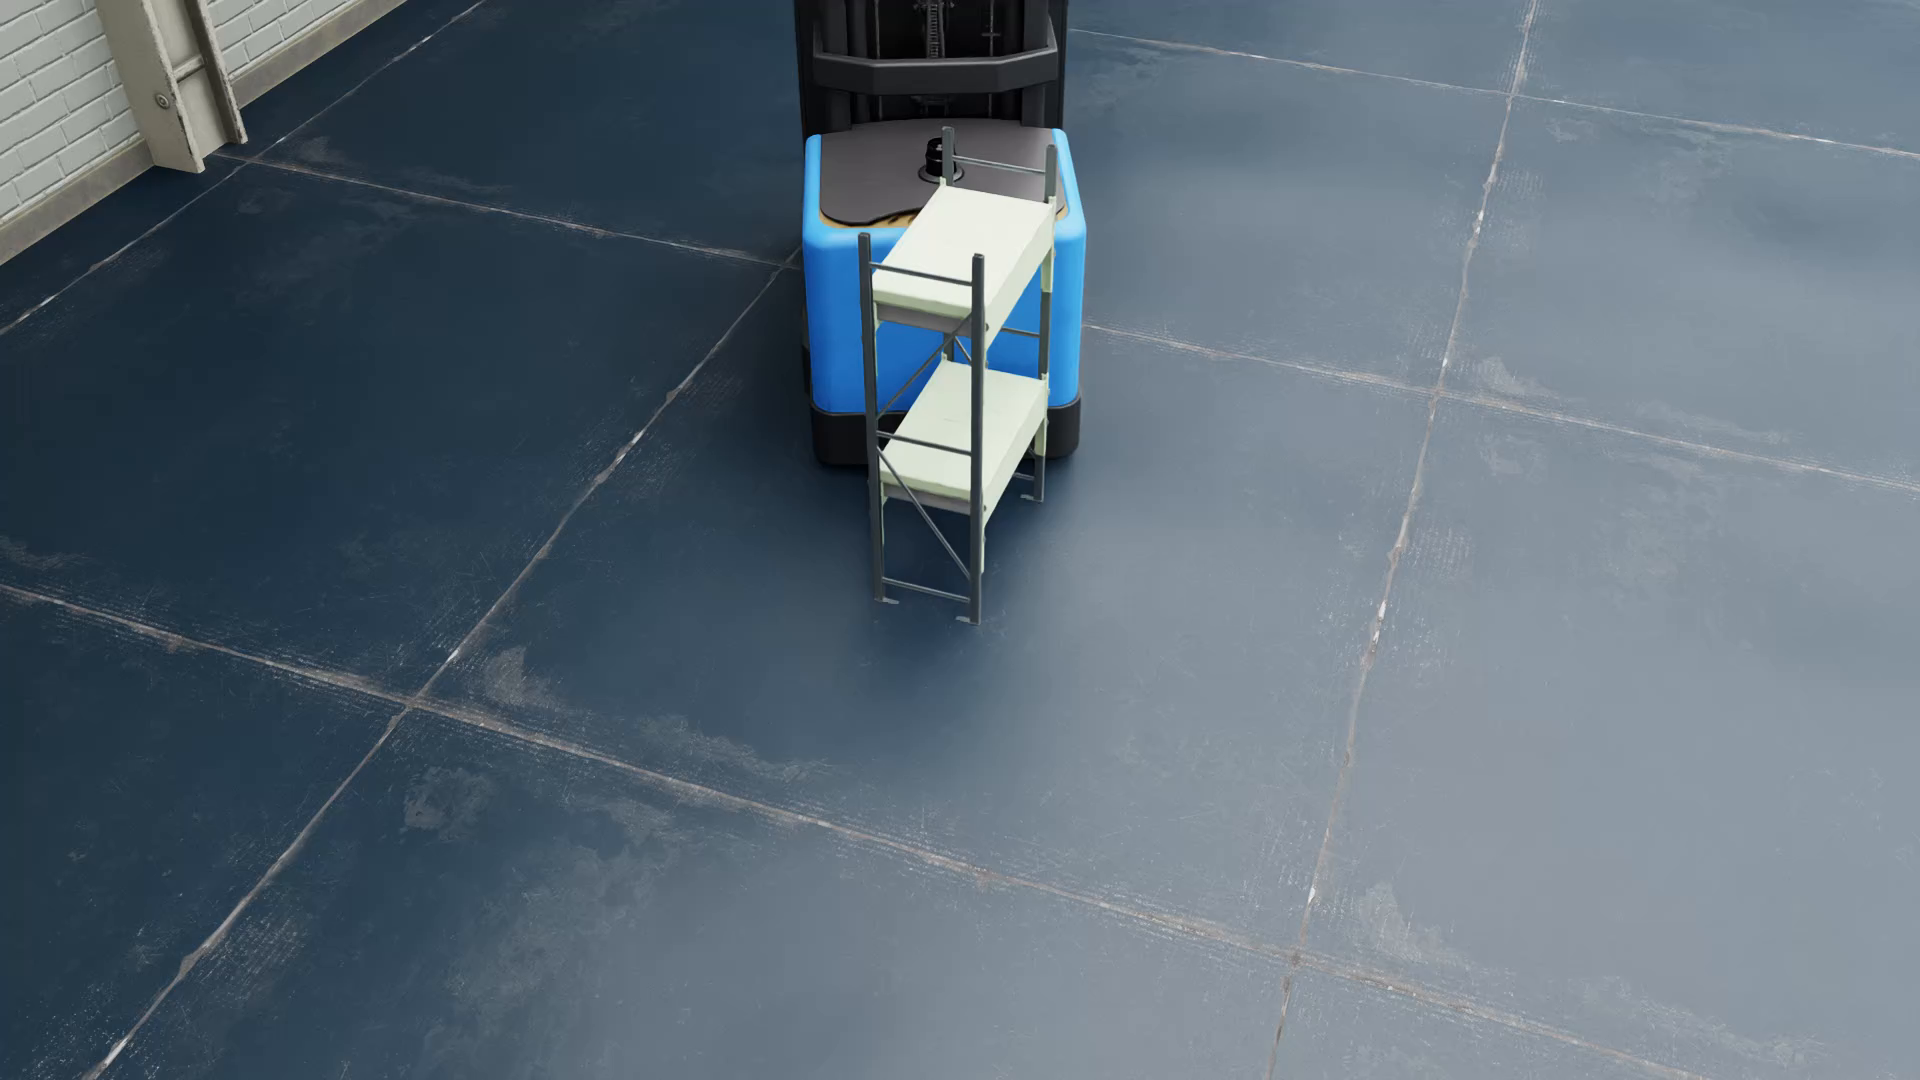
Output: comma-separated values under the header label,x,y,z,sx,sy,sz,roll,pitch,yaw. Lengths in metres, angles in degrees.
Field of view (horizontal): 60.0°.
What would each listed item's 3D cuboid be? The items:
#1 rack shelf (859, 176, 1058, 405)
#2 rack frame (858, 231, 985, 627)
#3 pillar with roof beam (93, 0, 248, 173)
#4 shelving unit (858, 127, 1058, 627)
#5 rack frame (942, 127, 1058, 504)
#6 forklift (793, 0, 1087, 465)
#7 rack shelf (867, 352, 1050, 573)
label,x,y,z,sx,sy,sz,roll,pitch,yaw
rack shelf,0.007,-0.834,5.471,0.431,0.370,0.720,13,42,15
rack frame,-0.117,-0.314,5.462,0.400,1.500,0.023,13,42,15
pillar with roof beam,0.109,-4.480,4.567,9.100,9.000,0.400,13,42,15
shelving unit,0.007,-0.537,5.724,0.431,1.500,0.755,13,42,15
rack frame,0.131,-0.761,5.986,0.400,1.500,0.023,13,42,15
forklift,-0.129,-2.349,6.745,1.130,2.935,3.031,-2,41,-2
rack shelf,0.007,-0.289,5.936,0.431,0.370,0.720,13,42,15
